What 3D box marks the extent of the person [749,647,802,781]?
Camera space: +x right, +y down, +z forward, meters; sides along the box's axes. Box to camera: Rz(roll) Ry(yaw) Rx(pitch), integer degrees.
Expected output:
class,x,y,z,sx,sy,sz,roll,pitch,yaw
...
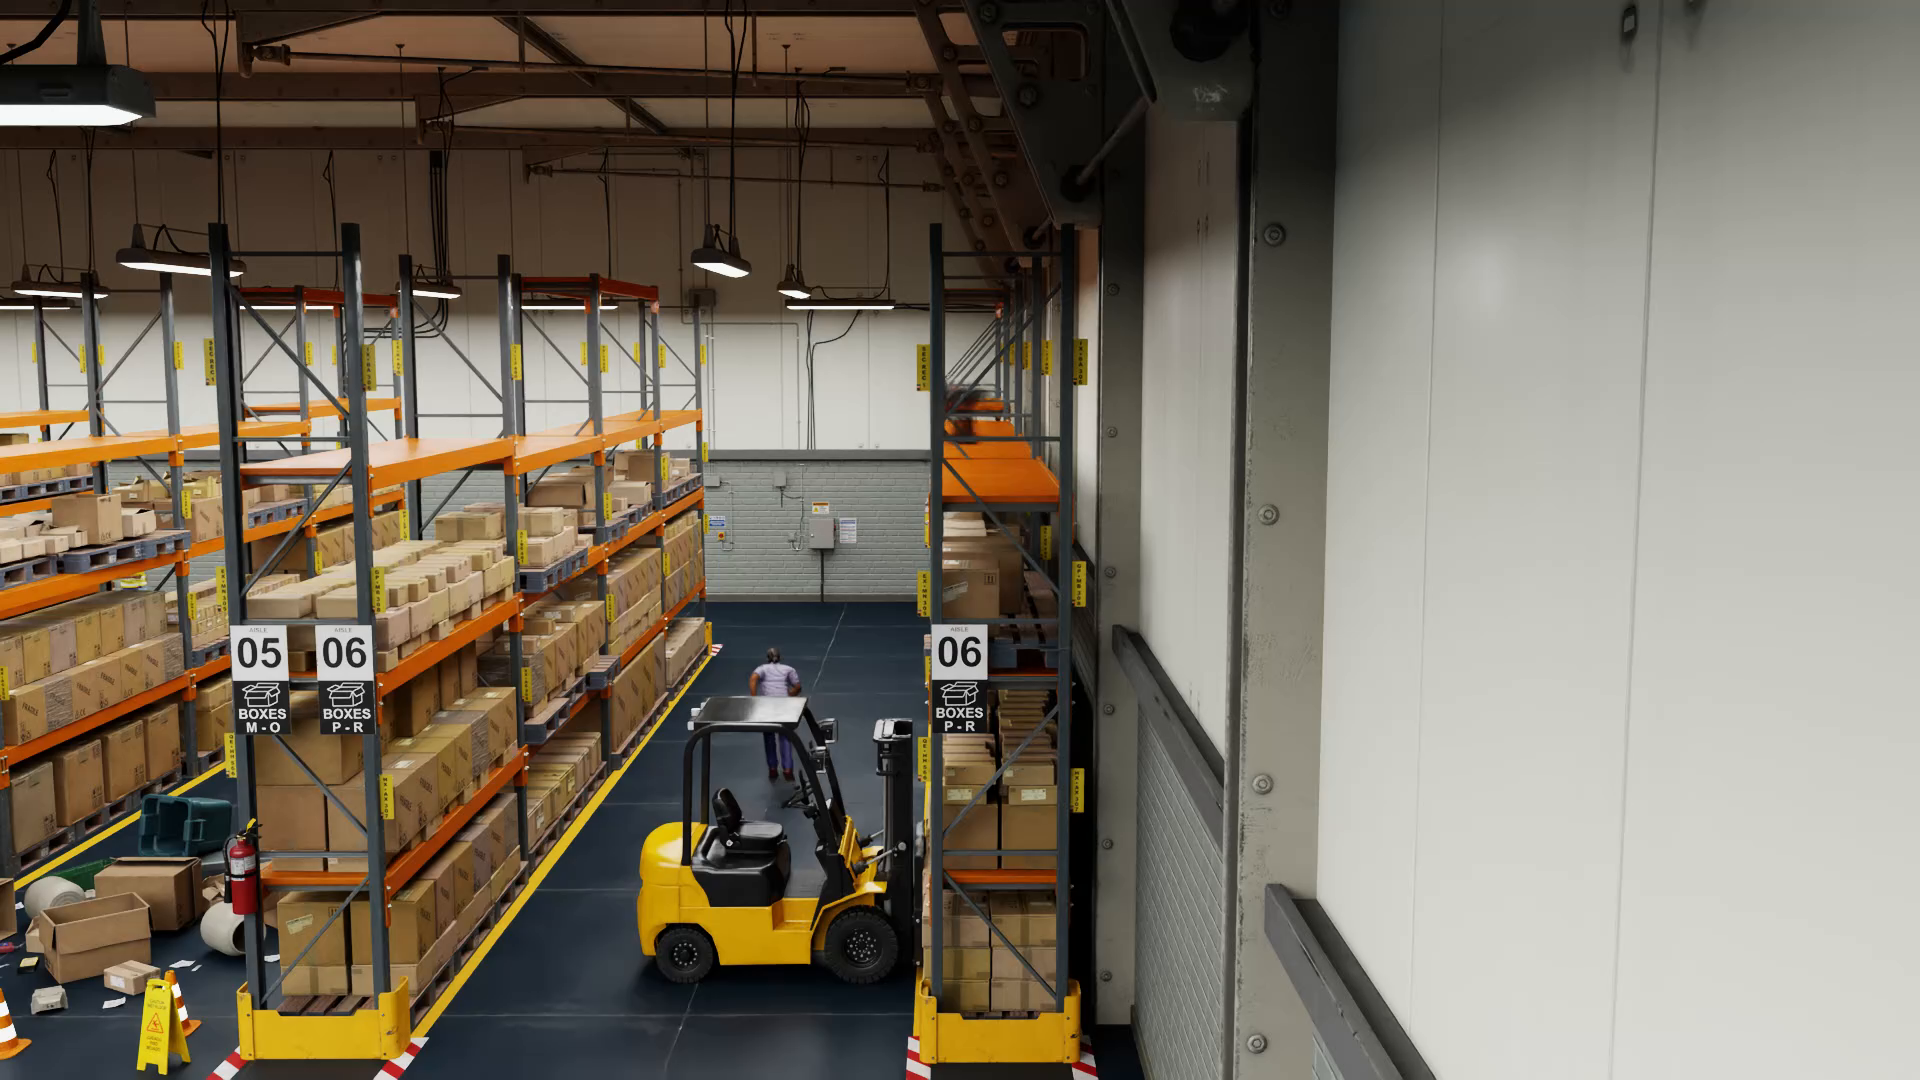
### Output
class,x,y,z,sx,sy,sz,roll,pitch,yaw
person,-2.156,2.142,19.672,0.648,1.588,0.962,-2,7,-17

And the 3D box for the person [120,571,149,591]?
class,x,y,z,sx,sy,sz,roll,pitch,yaw
person,-14.710,0.862,29.580,0.740,1.811,0.703,4,8,28
